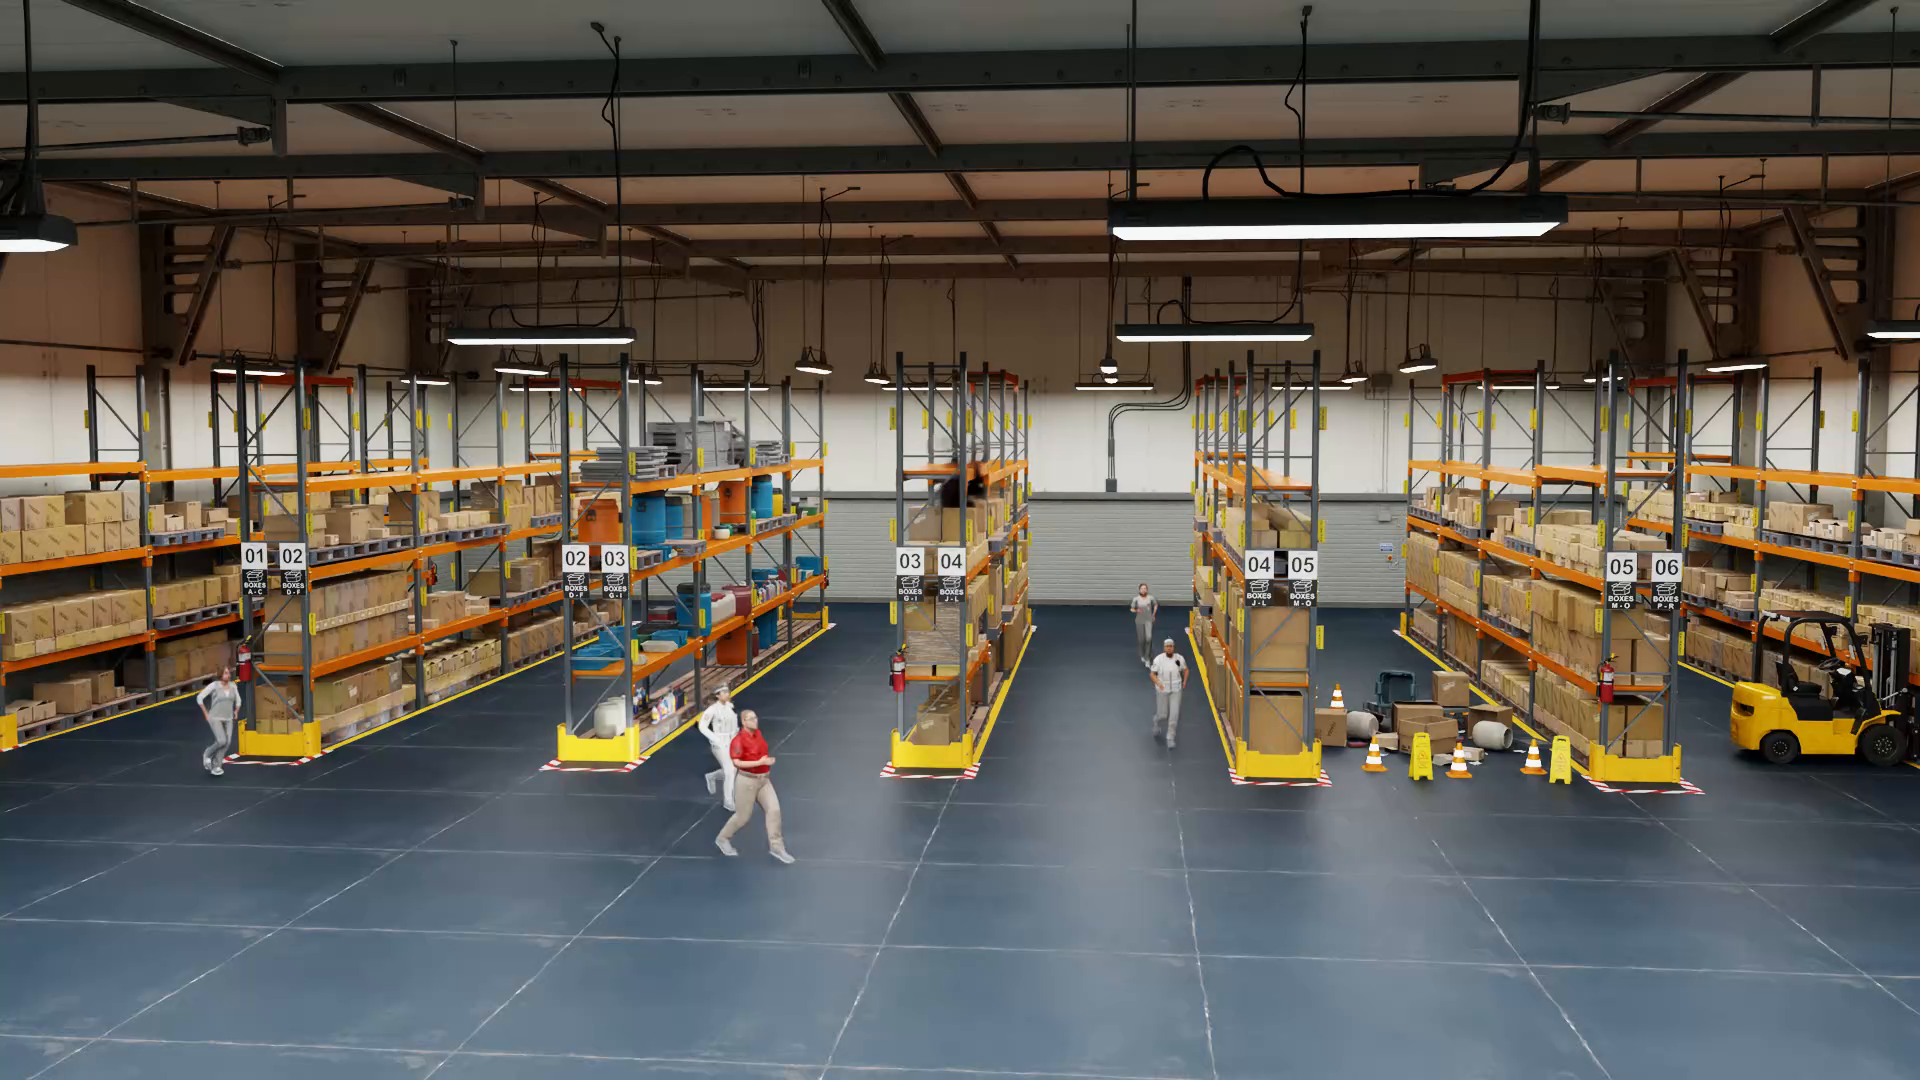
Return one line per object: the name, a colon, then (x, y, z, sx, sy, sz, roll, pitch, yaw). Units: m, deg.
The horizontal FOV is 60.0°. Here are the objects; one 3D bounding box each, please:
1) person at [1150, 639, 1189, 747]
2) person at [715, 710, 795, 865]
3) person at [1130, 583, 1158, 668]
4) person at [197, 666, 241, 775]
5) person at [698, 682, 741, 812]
person: (3.269, 2.357, 25.927, 0.612, 1.660, 0.740, 0, 4, 1)
person: (-2.341, 2.795, 18.945, 0.977, 1.740, 0.669, 3, 5, 32)
person: (3.768, 1.742, 34.169, 0.529, 1.726, 0.777, 1, 4, 8)
person: (-10.476, 2.560, 23.594, 0.492, 1.539, 0.576, 3, 5, 37)
person: (-3.103, 2.656, 21.531, 0.677, 1.673, 0.618, 3, 5, 37)
